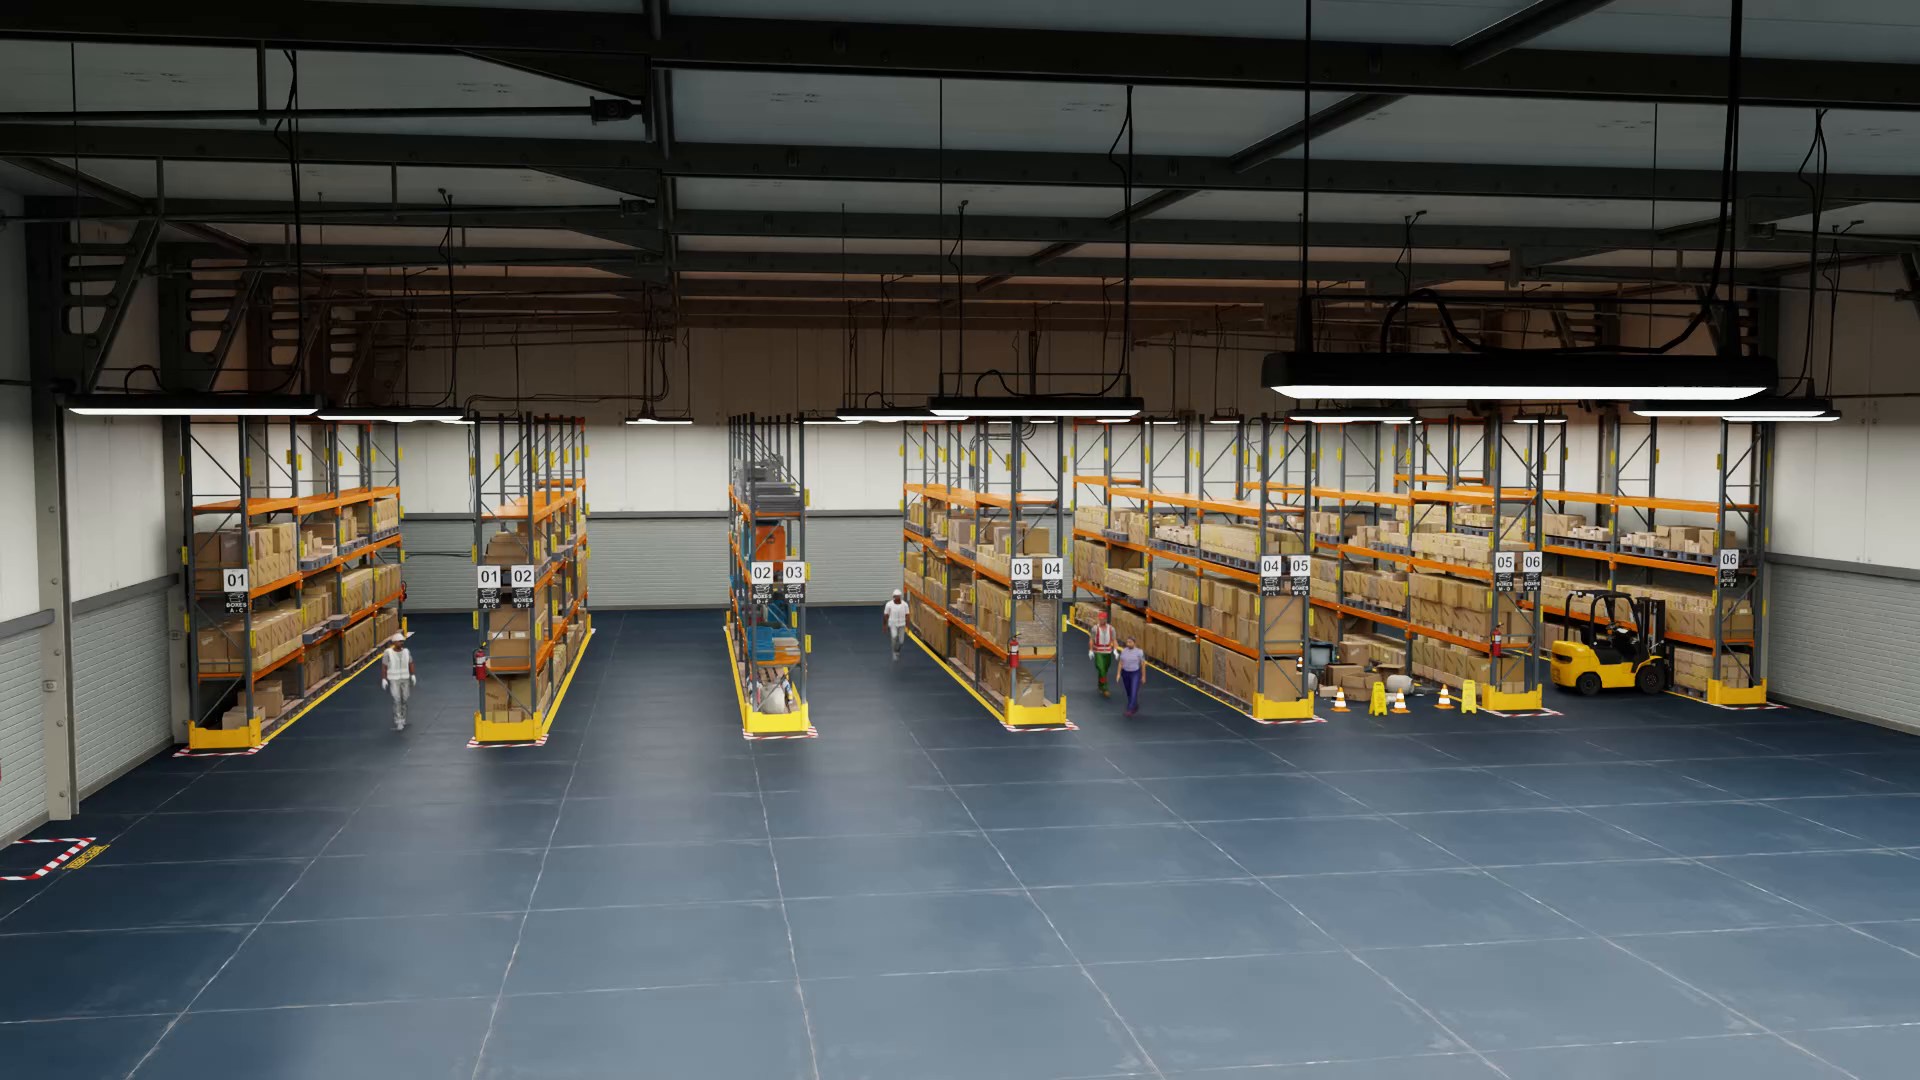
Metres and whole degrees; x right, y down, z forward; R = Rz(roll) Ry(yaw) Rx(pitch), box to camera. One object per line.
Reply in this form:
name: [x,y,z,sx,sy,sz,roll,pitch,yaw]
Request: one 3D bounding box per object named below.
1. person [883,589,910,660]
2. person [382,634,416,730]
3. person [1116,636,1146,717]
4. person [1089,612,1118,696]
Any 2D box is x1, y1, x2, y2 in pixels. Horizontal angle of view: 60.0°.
person: [-1.456,1.970,39.116,0.603,1.617,0.960,-1,4,-21]
person: [-10.625,2.690,31.641,0.590,1.785,0.742,-3,5,-41]
person: [3.339,2.682,32.773,0.505,1.586,1.047,3,5,34]
person: [3.078,2.407,35.468,0.561,1.744,0.930,-1,4,-12]
